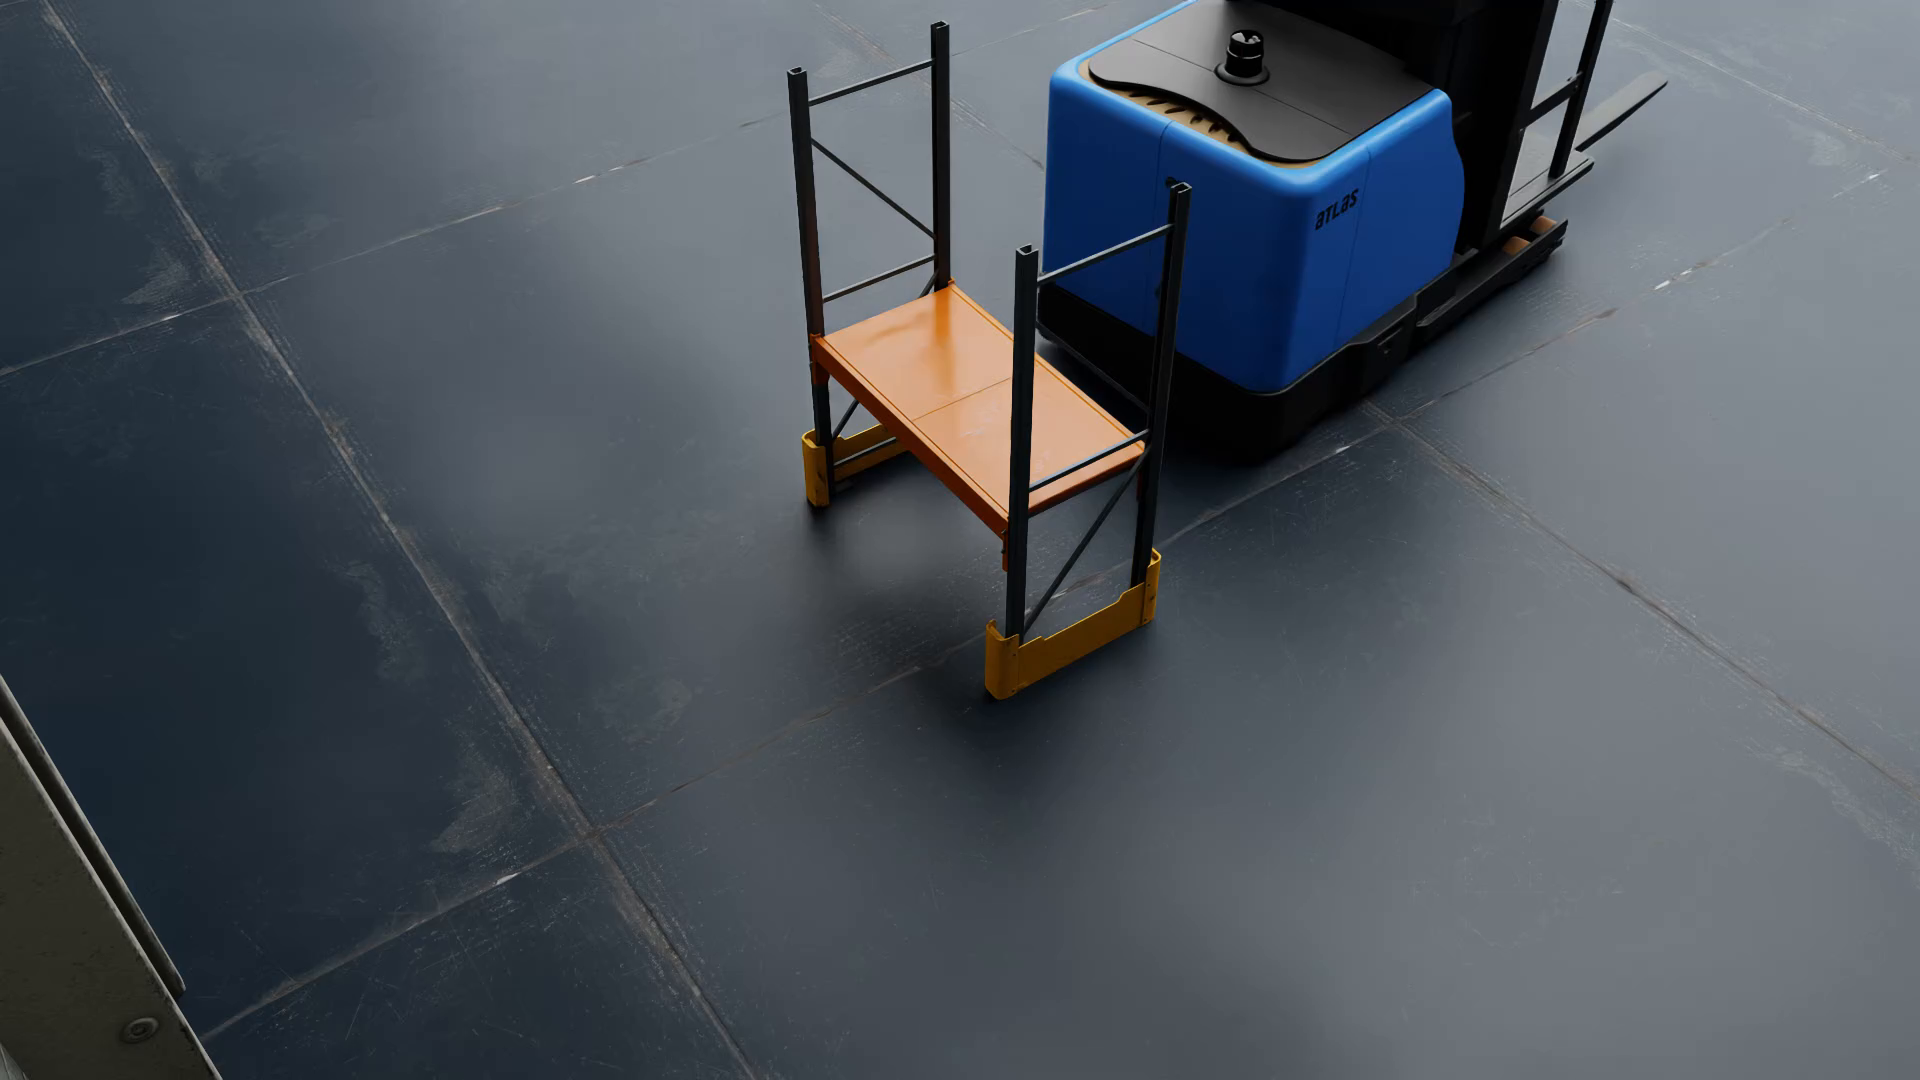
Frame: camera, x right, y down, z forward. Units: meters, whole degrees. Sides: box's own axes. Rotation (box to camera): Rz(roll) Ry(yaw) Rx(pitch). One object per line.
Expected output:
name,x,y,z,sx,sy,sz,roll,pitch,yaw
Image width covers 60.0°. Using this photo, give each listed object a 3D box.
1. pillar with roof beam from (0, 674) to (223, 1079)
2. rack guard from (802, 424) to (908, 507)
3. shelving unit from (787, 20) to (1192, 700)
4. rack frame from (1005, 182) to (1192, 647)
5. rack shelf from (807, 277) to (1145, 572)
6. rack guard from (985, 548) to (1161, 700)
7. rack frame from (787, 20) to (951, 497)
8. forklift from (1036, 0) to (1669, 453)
pillar with roof beam,1.583,-3.706,2.615,9.100,9.000,0.400,-26,49,-24
rack guard,-0.241,-0.329,5.414,0.587,0.250,0.087,-26,49,-24
shelving unit,0.044,-0.499,4.687,0.587,1.500,1.083,-26,49,-24
rack frame,0.340,-0.206,4.380,0.500,1.500,0.032,-26,49,-24
rack shelf,0.049,-0.364,4.806,0.538,0.185,1.000,-26,49,-24
rack guard,0.328,0.235,4.823,0.587,0.250,0.087,-26,49,-24
rack frame,-0.242,-0.782,4.983,0.500,1.500,0.032,-26,49,-24
forklift,1.665,-2.259,5.494,1.130,2.935,3.031,34,53,31
